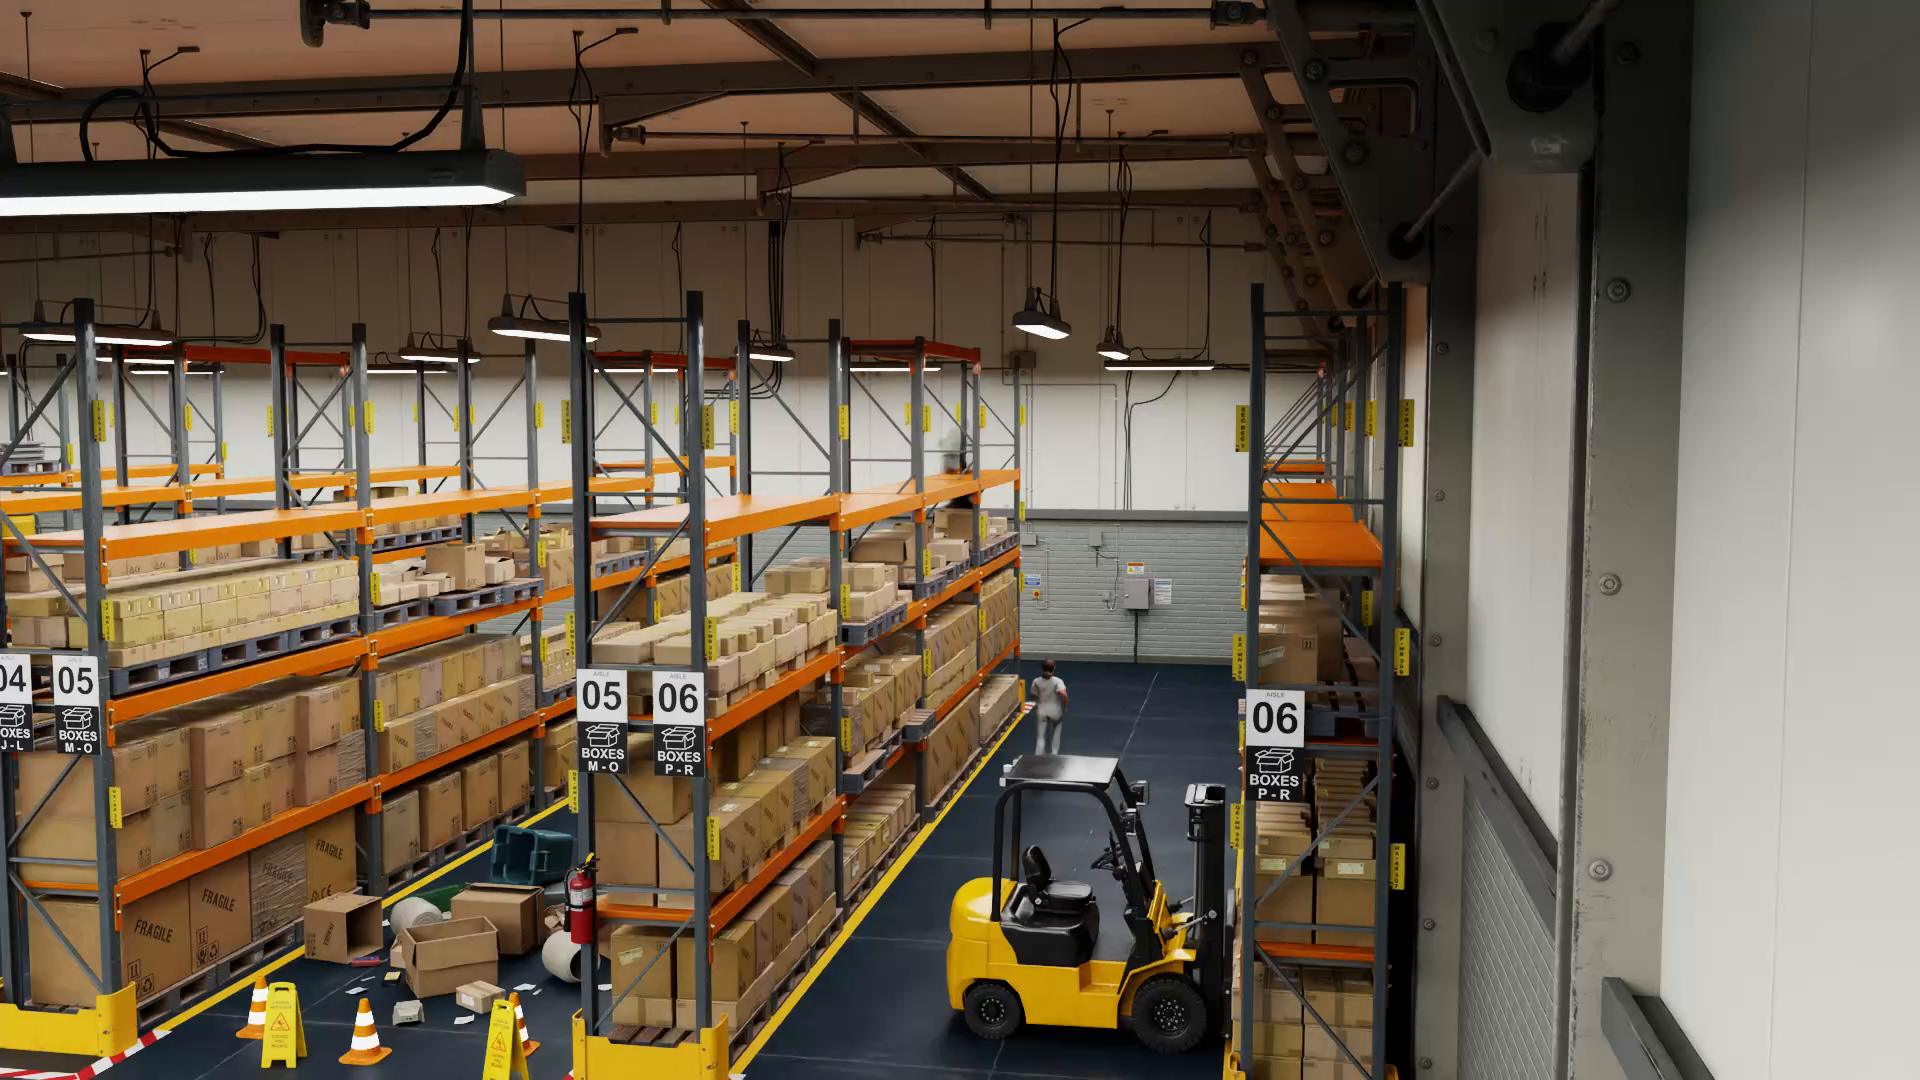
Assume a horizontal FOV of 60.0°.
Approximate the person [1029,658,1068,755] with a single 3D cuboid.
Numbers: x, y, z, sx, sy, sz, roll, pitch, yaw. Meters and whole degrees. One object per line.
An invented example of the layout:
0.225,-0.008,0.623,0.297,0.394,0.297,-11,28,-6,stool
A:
1.234,2.432,23.054,0.565,1.610,0.970,1,5,11,person
